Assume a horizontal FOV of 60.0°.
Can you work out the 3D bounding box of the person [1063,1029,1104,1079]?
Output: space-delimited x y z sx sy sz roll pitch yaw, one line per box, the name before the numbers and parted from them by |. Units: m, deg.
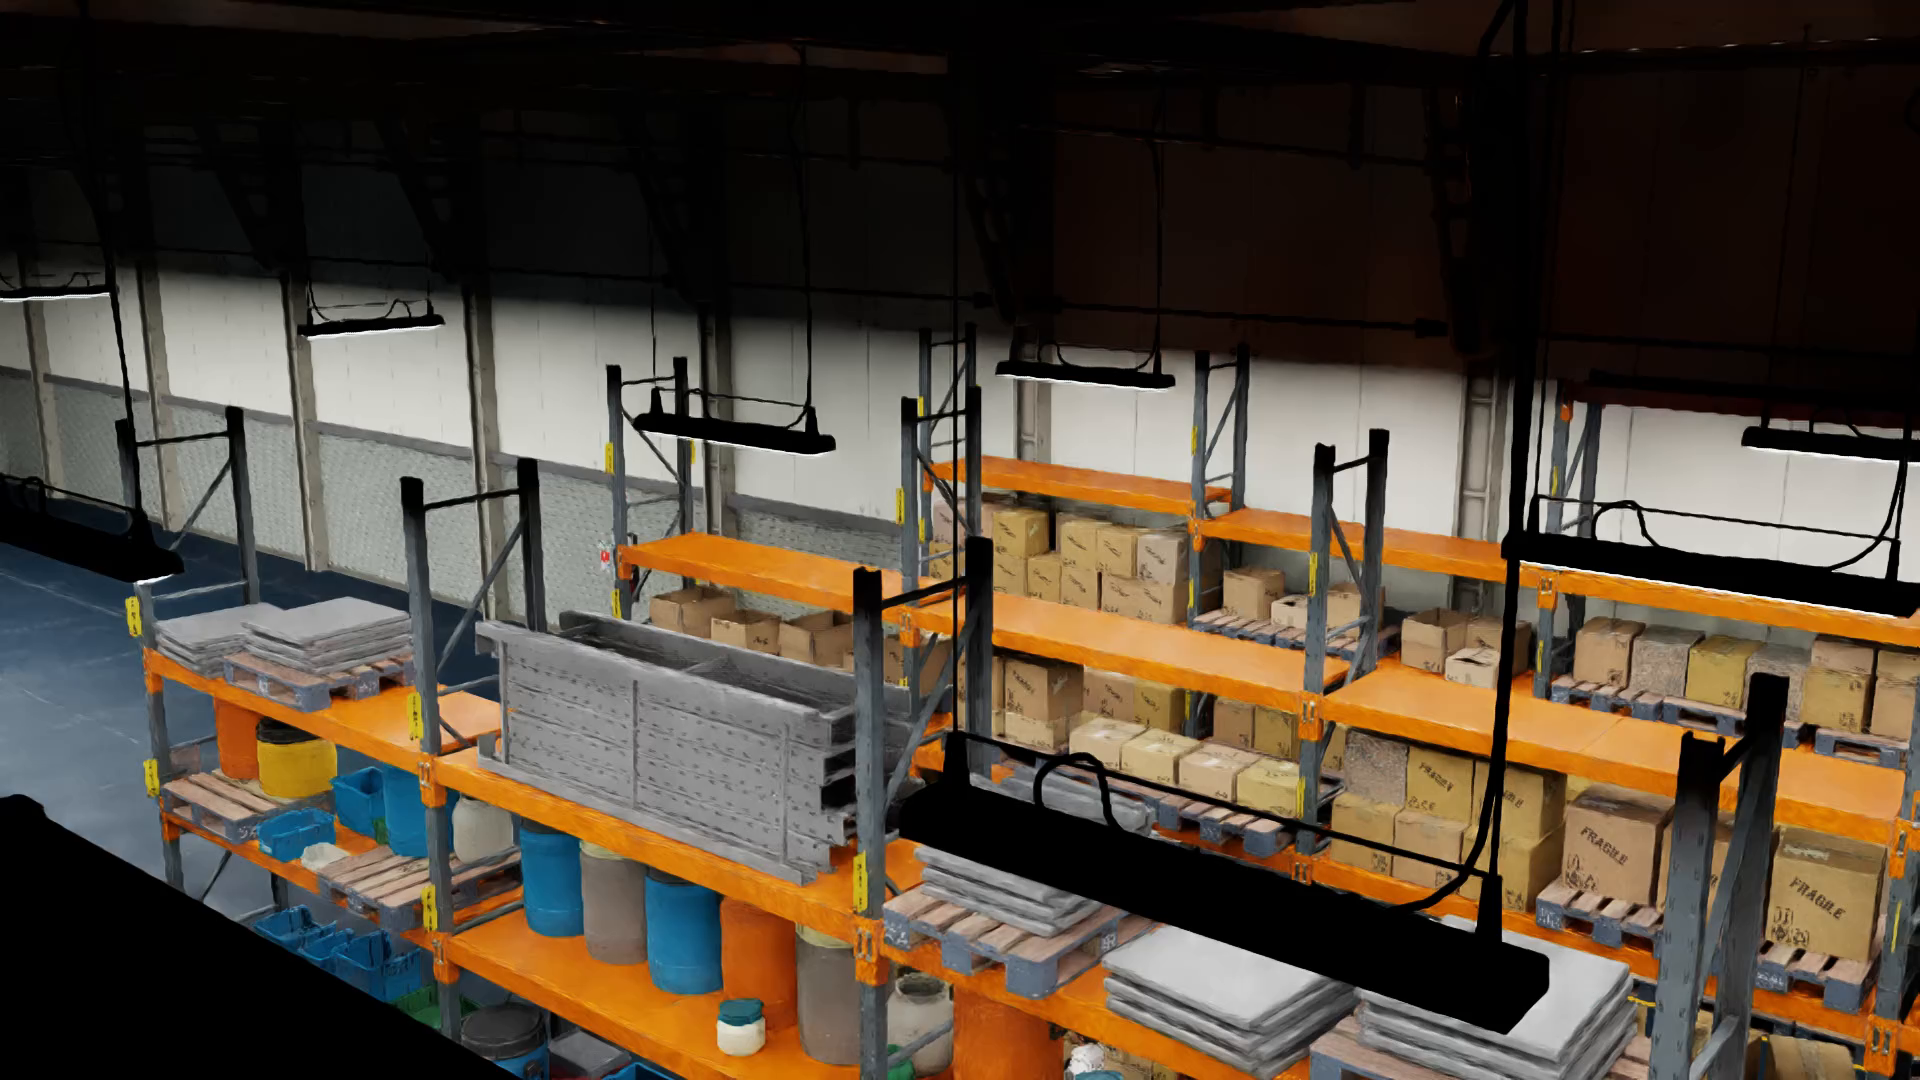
person | 0.969 4.418 12.911 0.994 1.622 0.482 7 15 30
